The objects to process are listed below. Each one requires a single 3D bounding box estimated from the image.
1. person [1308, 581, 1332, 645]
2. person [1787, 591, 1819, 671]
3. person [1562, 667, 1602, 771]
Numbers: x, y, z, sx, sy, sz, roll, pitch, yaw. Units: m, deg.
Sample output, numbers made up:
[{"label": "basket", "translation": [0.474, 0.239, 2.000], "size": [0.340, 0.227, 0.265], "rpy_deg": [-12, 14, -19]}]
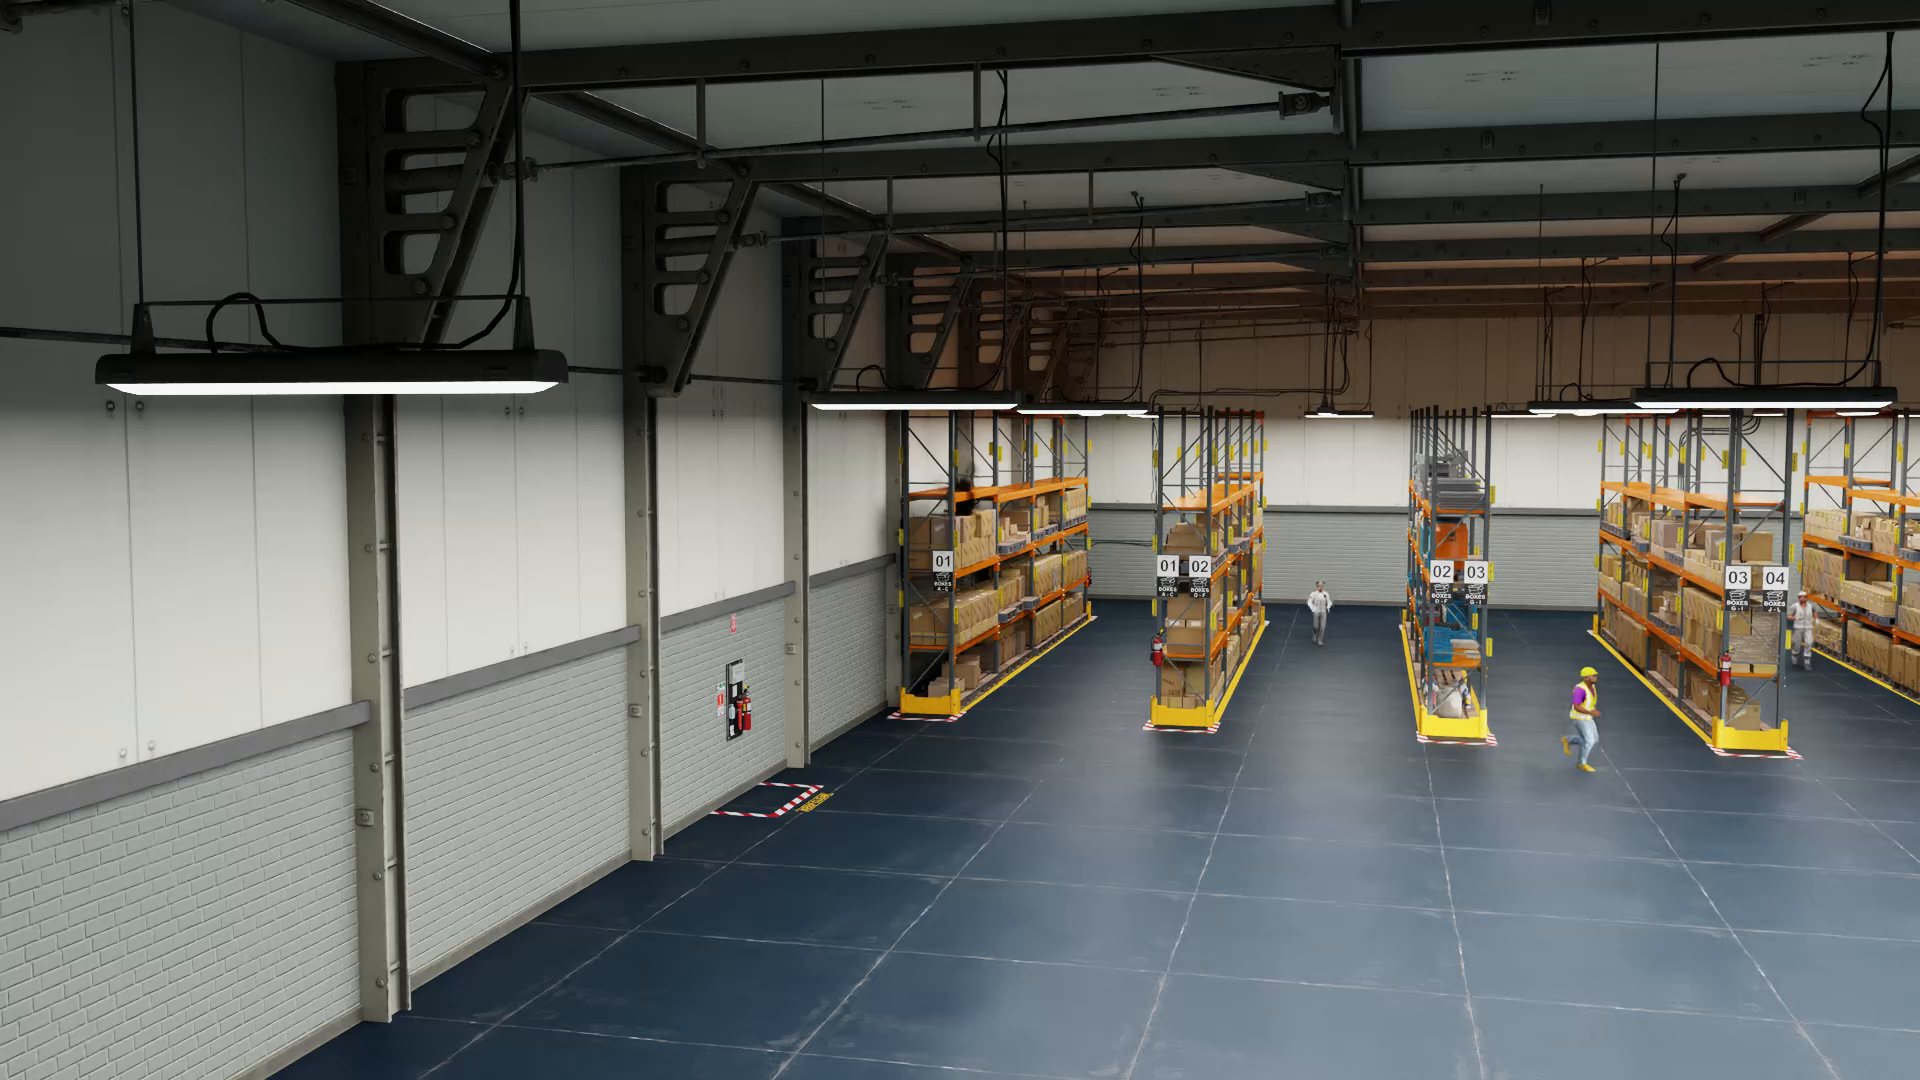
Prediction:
[{"label": "person", "translation": [9.192, 1.853, 42.445], "size": [0.614, 1.648, 0.569], "rpy_deg": [0, 4, 5]}, {"label": "person", "translation": [19.416, 2.069, 38.281], "size": [0.670, 1.775, 0.992], "rpy_deg": [1, 4, 17]}, {"label": "person", "translation": [10.220, 2.926, 27.283], "size": [0.685, 1.715, 0.744], "rpy_deg": [3, 5, 40]}]
